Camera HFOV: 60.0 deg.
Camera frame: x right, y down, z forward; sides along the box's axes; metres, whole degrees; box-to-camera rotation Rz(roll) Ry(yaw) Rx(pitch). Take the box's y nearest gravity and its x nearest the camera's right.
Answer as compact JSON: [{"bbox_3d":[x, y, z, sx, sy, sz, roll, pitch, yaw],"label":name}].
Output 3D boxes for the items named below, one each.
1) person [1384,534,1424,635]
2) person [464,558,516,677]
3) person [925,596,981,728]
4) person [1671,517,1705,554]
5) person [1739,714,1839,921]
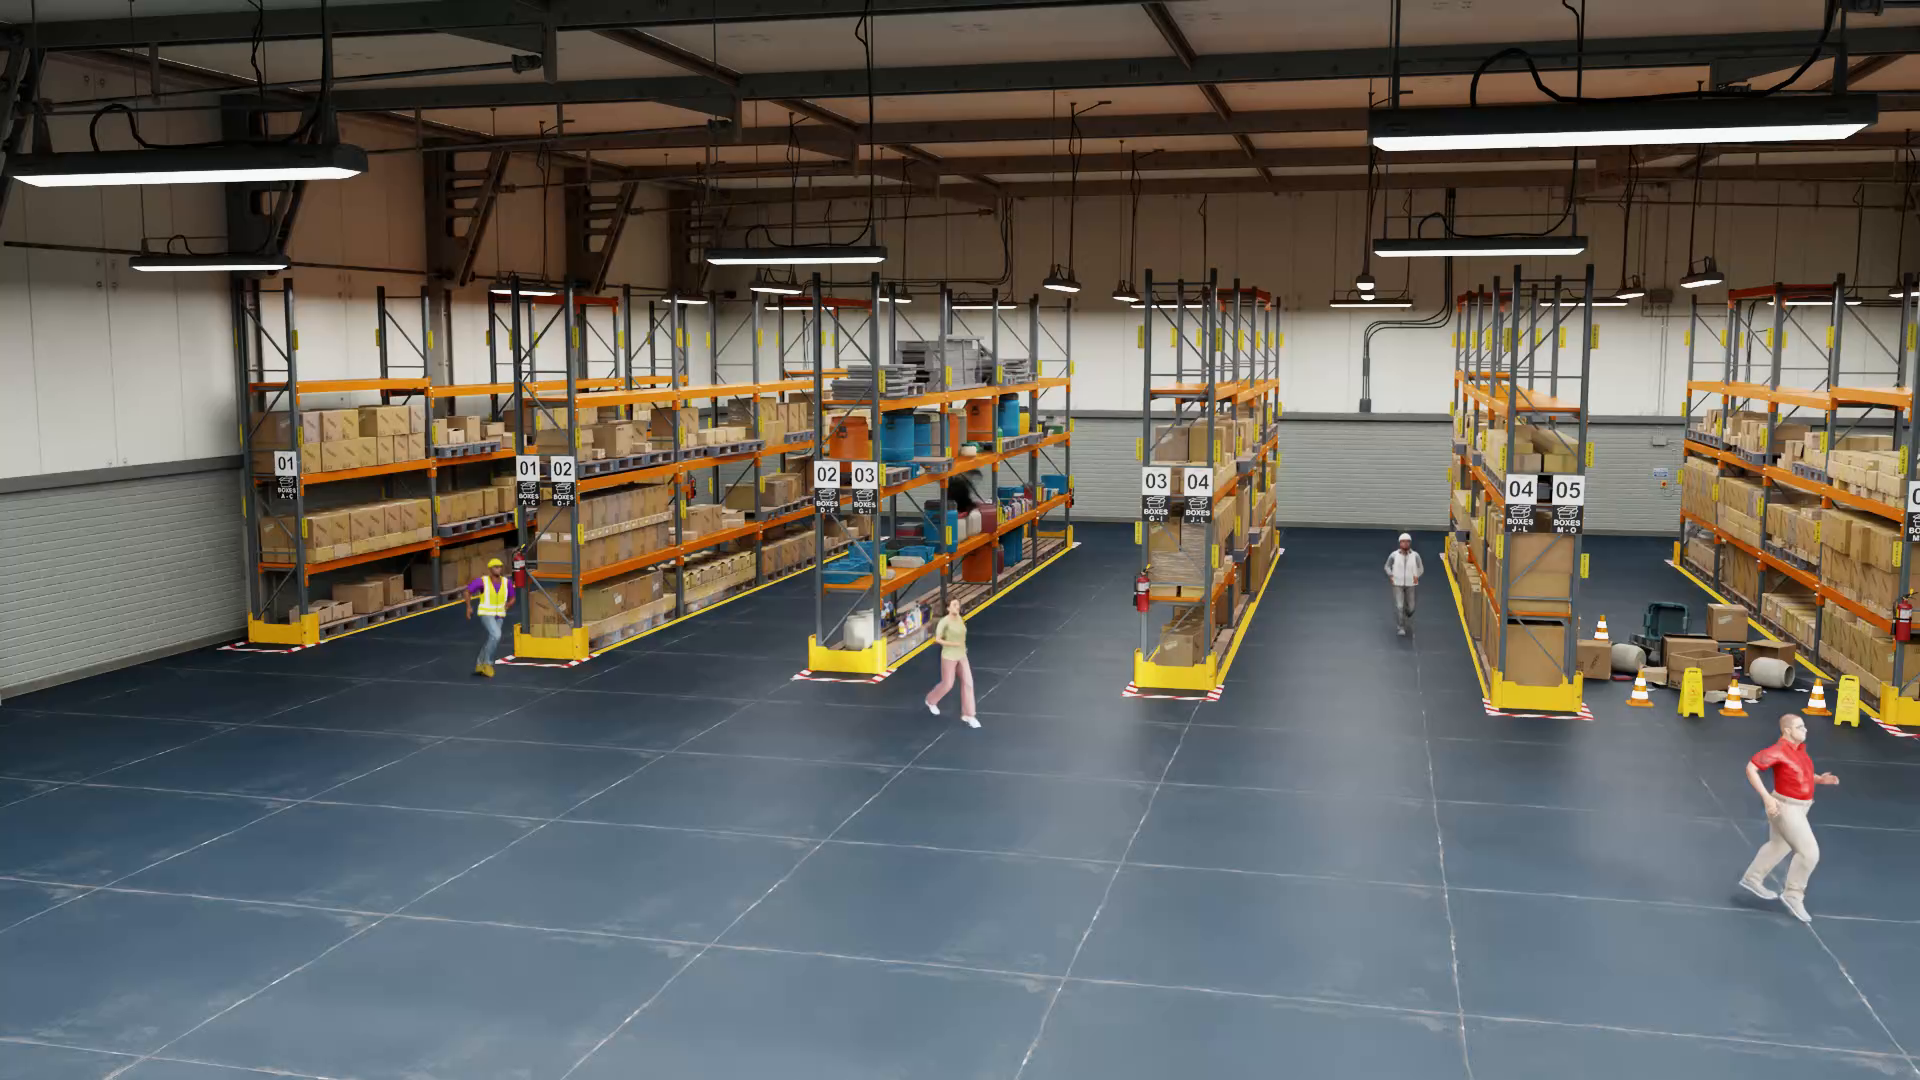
[{"bbox_3d":[7.575,0.747,28.402,0.659,1.722,0.614,1,7,10],"label":"person"},{"bbox_3d":[-6.985,1.138,24.925,0.703,1.719,0.692,-7,9,-44],"label":"person"},{"bbox_3d":[-0.100,1.568,21.761,0.587,1.682,0.954,-7,10,-44],"label":"person"},{"bbox_3d":[16.849,-0.493,38.373,0.720,1.731,0.967,-6,9,-41],"label":"person"},{"bbox_3d":[7.274,2.421,14.592,0.761,1.798,0.633,6,9,40],"label":"person"}]
